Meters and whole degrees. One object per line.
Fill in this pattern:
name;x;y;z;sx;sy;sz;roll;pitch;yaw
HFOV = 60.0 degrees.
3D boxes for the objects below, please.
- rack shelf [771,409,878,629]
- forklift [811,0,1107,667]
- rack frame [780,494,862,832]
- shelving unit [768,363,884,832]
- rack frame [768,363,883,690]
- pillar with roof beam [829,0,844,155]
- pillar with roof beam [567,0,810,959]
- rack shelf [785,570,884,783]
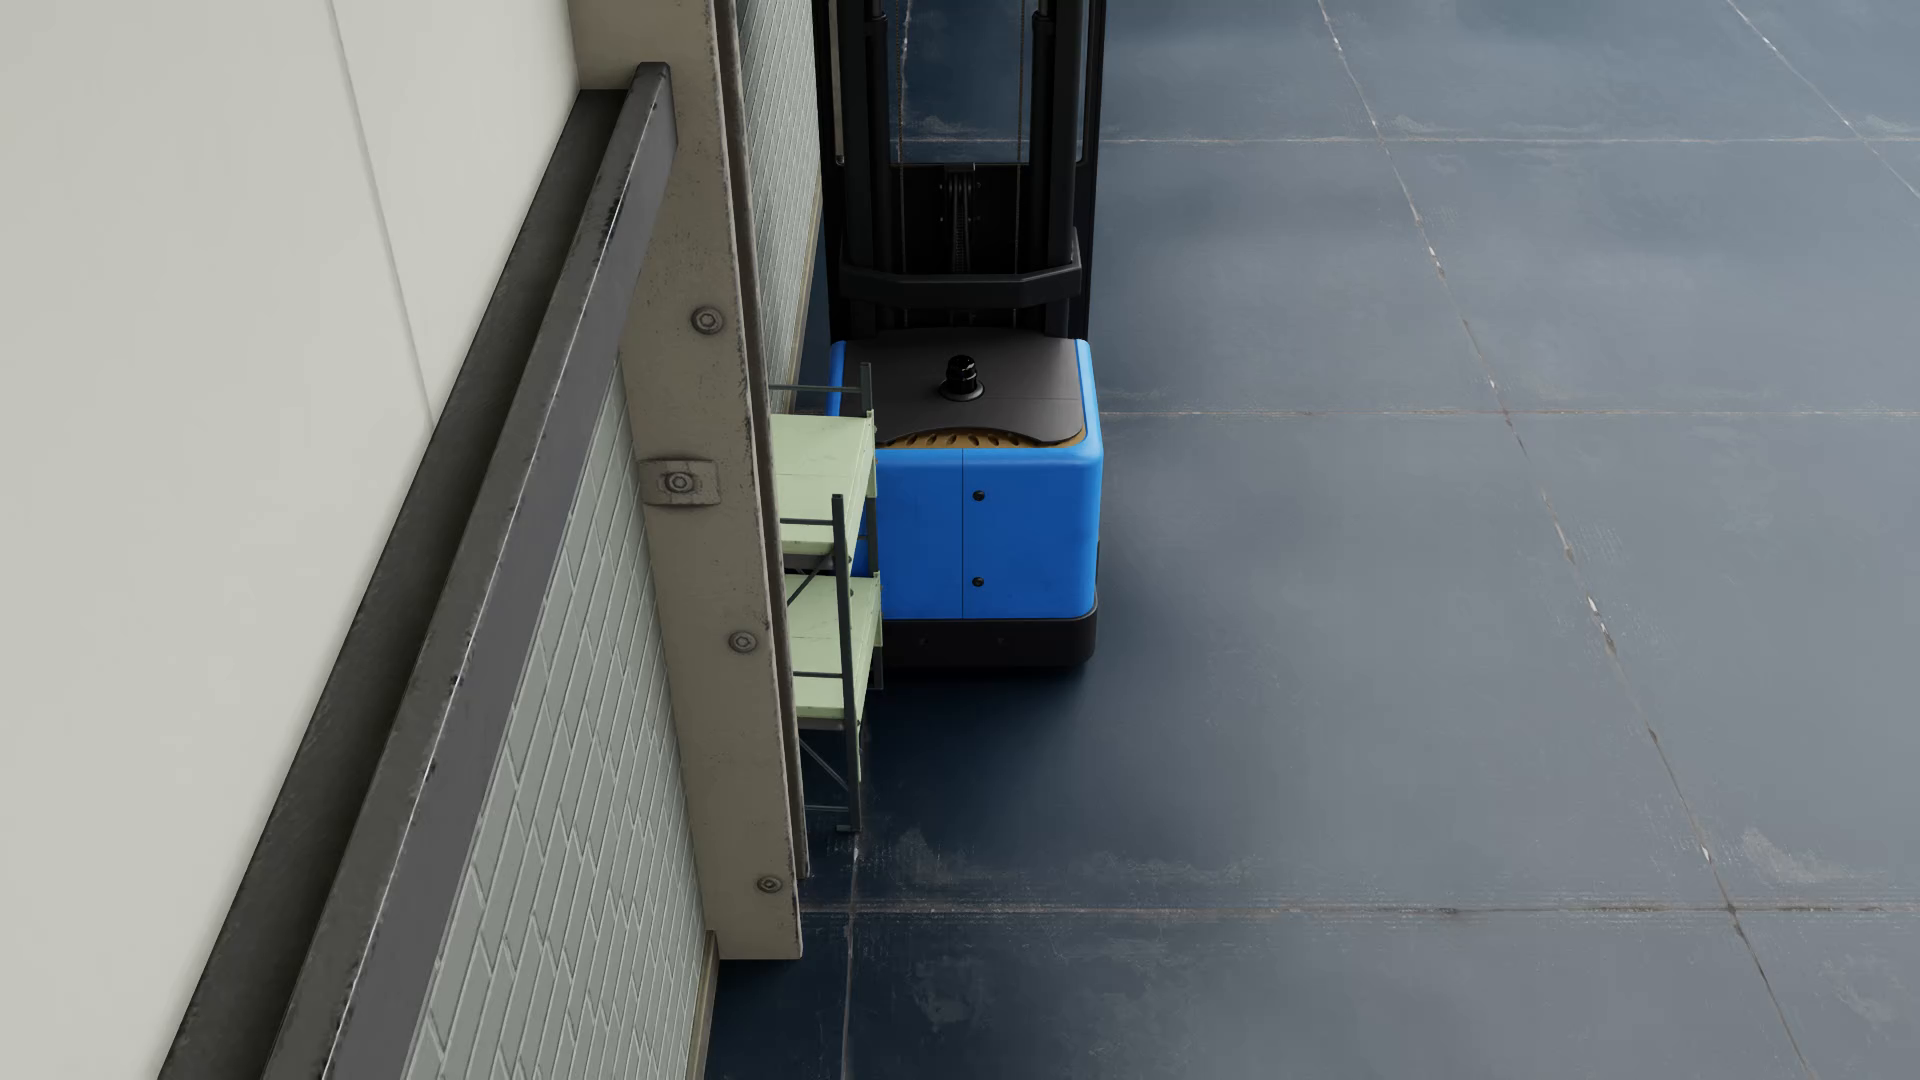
rack shelf;-0.527;-0.088;5.537;0.431;0.370;0.720;3;39;3
forklift;-0.007;-1.538;6.825;1.130;2.935;3.031;0;39;-1
rack frame;-0.553;0.445;5.496;0.400;1.500;0.023;3;39;3
shelving unit;-0.527;0.216;5.781;0.431;1.500;0.755;3;39;3
rack frame;-0.501;-0.012;6.066;0.400;1.500;0.023;3;39;3
pillar with roof beam;3.617;-6.002;7.543;9.100;9.000;0.400;0;39;0
pillar with roof beam;3.624;-2.249;2.861;9.100;9.000;0.400;0;39;0
rack shelf;-0.527;0.471;5.985;0.431;0.370;0.720;3;39;3
